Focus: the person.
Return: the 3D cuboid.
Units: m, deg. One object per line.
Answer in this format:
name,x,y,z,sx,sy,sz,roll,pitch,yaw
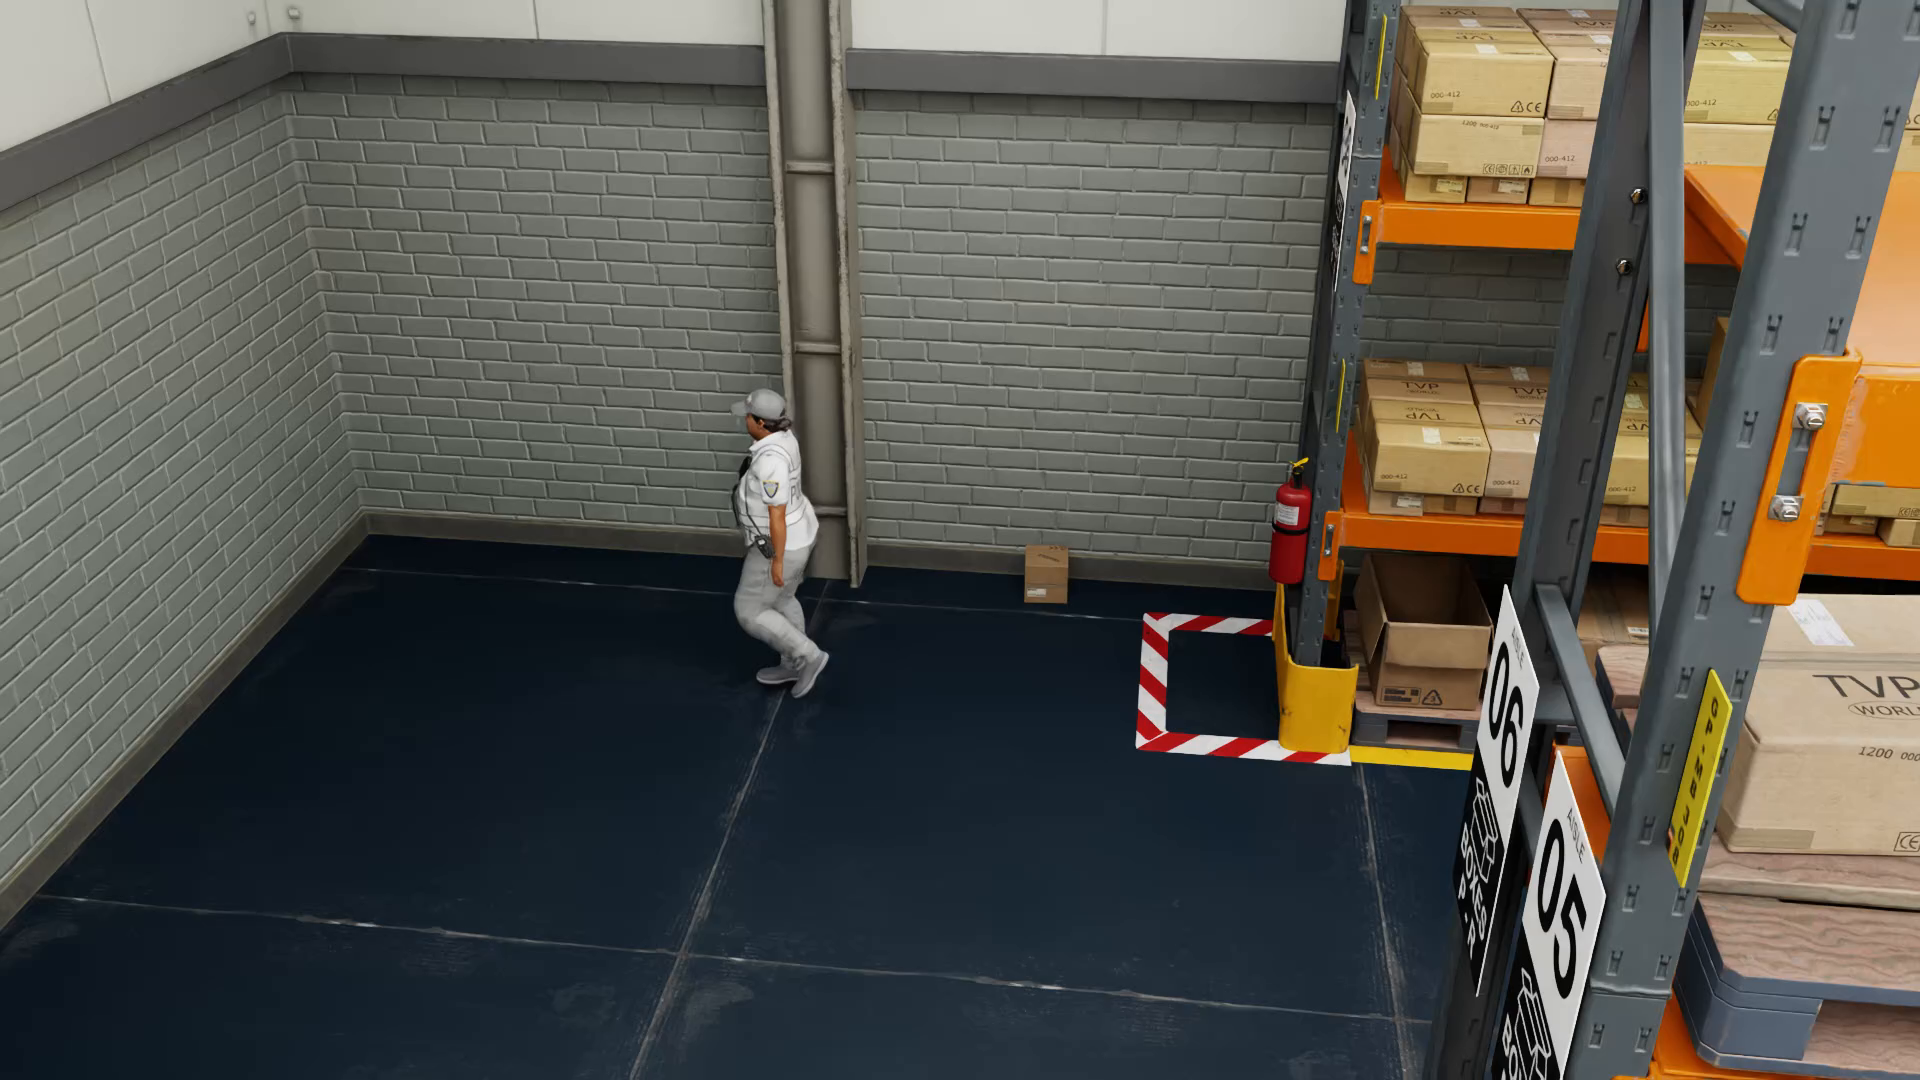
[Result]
person,-0.915,0.012,8.554,0.461,1.656,0.516,2,29,4
